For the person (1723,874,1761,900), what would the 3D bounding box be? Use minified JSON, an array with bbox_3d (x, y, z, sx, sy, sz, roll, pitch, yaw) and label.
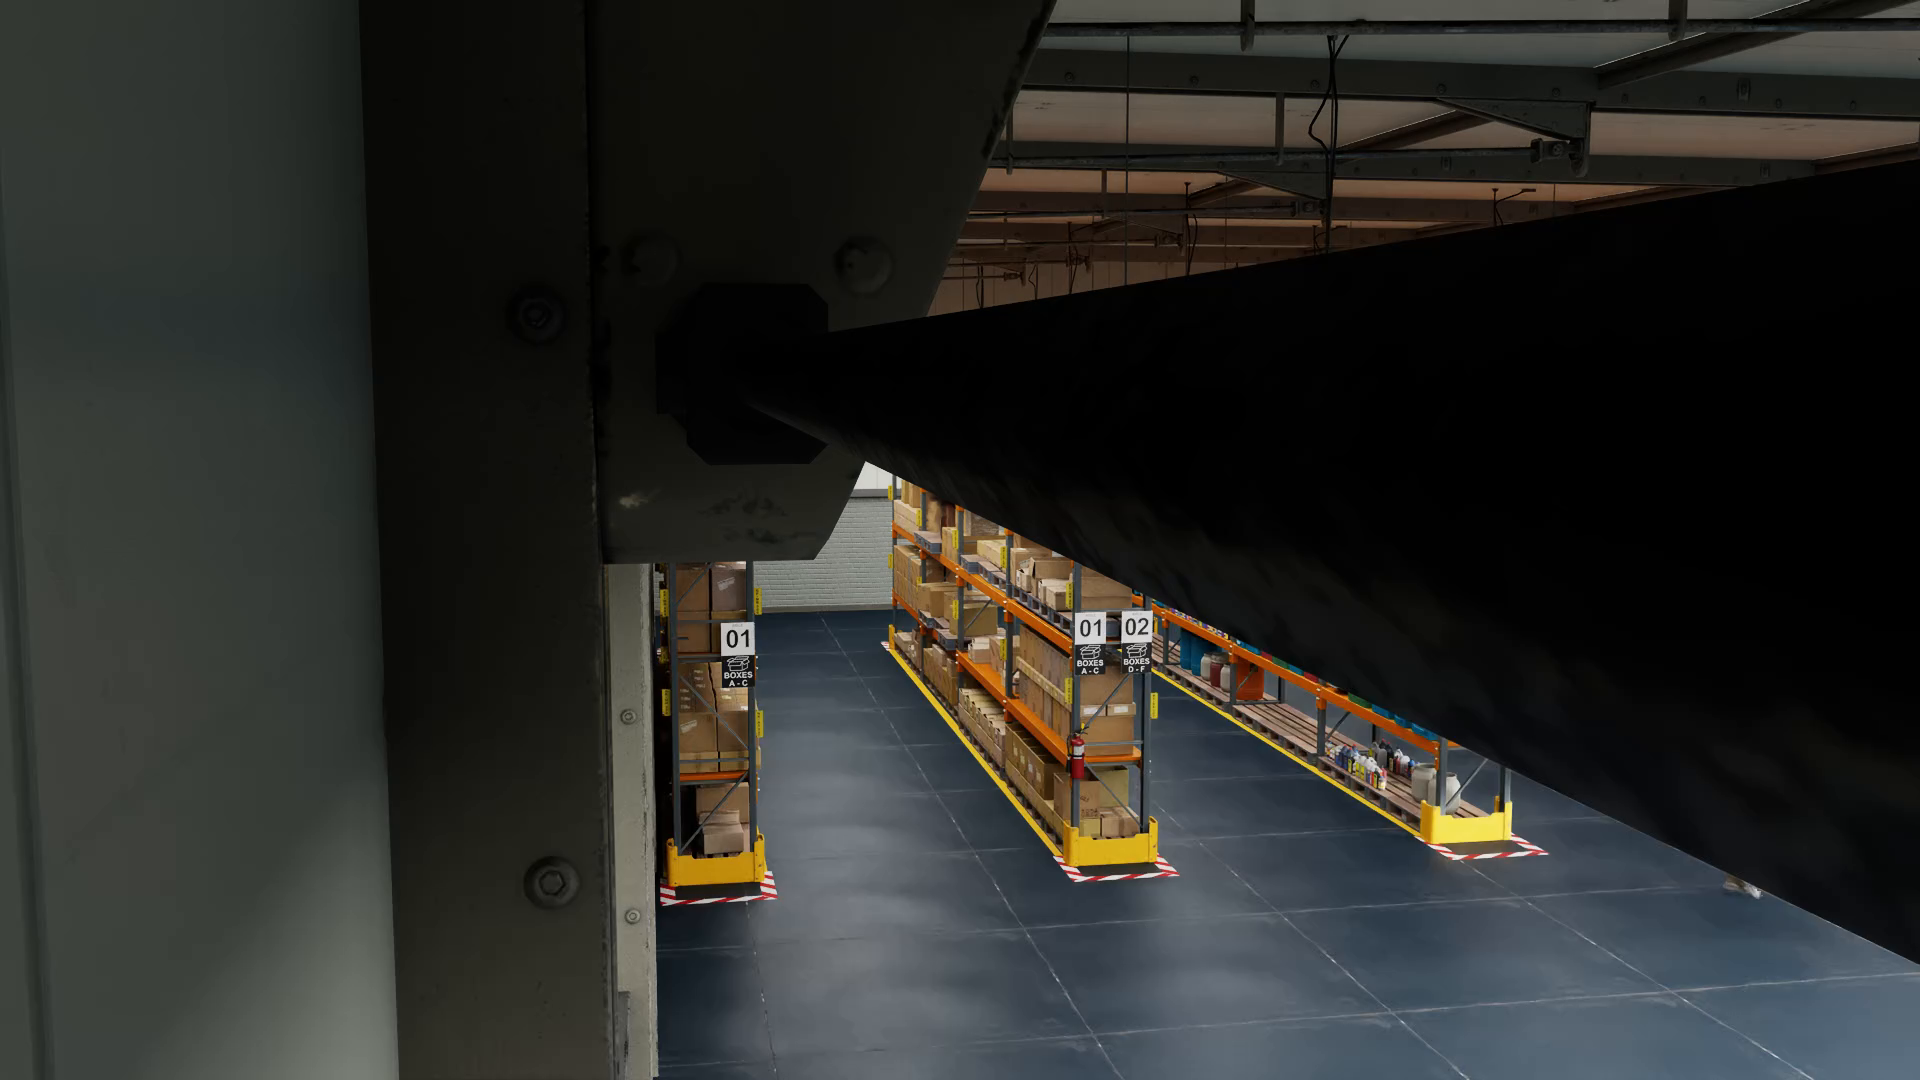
[{"bbox_3d":[9.458,3.341,19.650,0.739,1.785,0.676,2,7,21],"label":"person"}]
